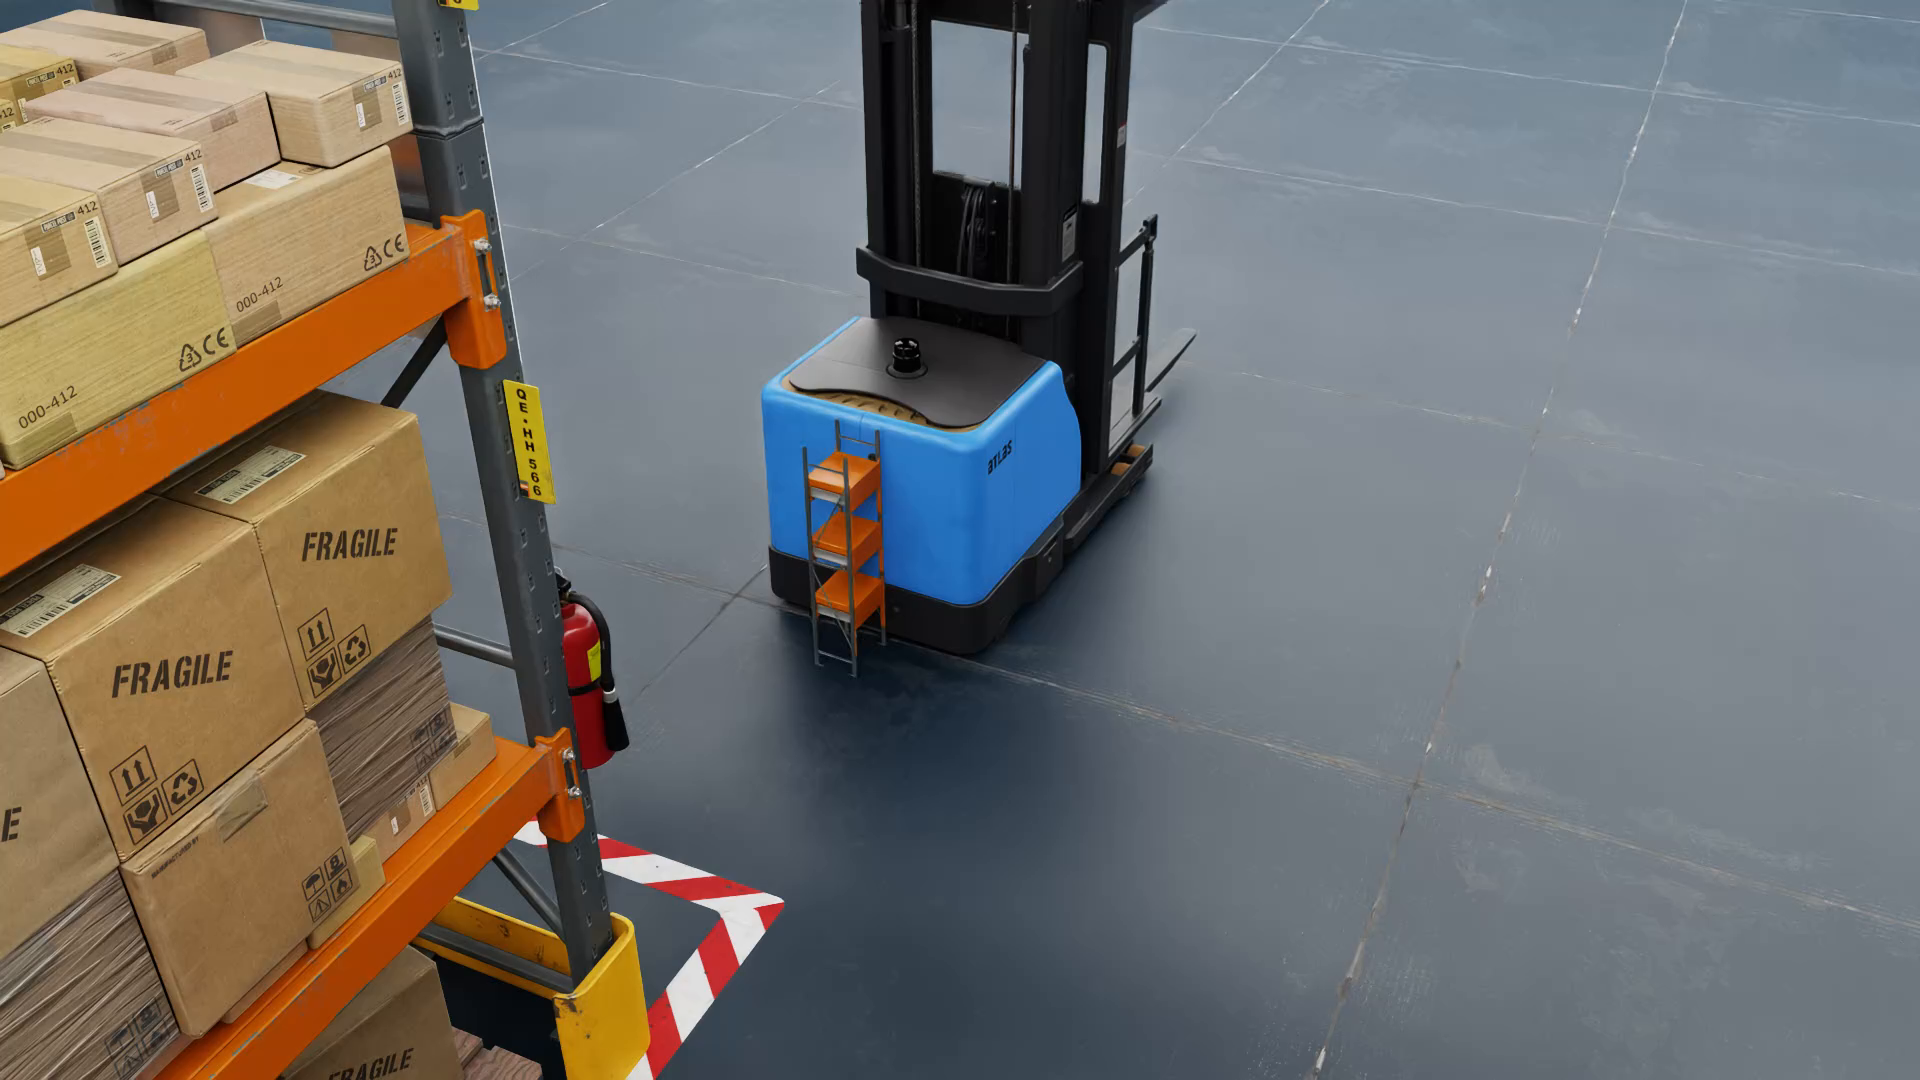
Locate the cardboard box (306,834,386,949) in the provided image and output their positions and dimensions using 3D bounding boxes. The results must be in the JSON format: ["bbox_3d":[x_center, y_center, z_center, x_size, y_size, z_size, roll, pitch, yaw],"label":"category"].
[{"bbox_3d":[-1.632,0.800,4.024,0.380,0.149,0.250,14,36,20],"label":"cardboard box"}]

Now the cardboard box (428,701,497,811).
[{"bbox_3d":[-1.469,0.539,4.421,0.380,0.149,0.250,14,36,20],"label":"cardboard box"}]

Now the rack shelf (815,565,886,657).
[{"bbox_3d":[-0.460,0.288,6.880,0.215,0.259,0.240,16,36,23],"label":"rack shelf"}]

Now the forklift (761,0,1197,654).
[{"bbox_3d":[0.299,-1.540,7.426,1.130,2.935,3.031,16,36,23],"label":"forklift"}]

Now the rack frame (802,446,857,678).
[{"bbox_3d":[-0.516,0.106,6.631,0.200,1.050,0.008,16,36,23],"label":"rack frame"}]

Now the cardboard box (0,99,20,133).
[{"bbox_3d":[-2.052,-0.768,3.224,0.380,0.149,0.250,14,36,20],"label":"cardboard box"}]

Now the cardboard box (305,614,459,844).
[{"bbox_3d":[-1.792,0.346,4.124,0.875,0.500,0.500,14,36,20],"label":"cardboard box"}]

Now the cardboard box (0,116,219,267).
[{"bbox_3d":[-1.600,-0.640,3.027,0.380,0.149,0.250,13,35,18],"label":"cardboard box"}]

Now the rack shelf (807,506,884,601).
[{"bbox_3d":[-0.460,0.055,6.728,0.215,0.259,0.240,16,36,23],"label":"rack shelf"}]

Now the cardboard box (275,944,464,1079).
[{"bbox_3d":[-1.813,1.422,4.743,0.500,0.500,0.500,21,39,29],"label":"cardboard box"}]

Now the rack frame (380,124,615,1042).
[{"bbox_3d":[-1.537,0.245,4.641,1.000,3.000,0.127,14,36,20],"label":"rack frame"}]

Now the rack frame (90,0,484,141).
[{"bbox_3d":[-1.537,-2.264,2.996,1.000,3.000,0.127,14,36,20],"label":"rack frame"}]

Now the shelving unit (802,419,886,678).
[{"bbox_3d":[-0.460,0.046,6.722,0.215,1.050,0.252,16,36,23],"label":"shelving unit"}]

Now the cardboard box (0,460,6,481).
[{"bbox_3d":[-1.936,-0.146,2.638,0.500,0.250,0.500,15,36,22],"label":"cardboard box"}]

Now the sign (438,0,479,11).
[{"bbox_3d":[-1.041,-1.242,3.366,0.100,0.325,0.005,14,36,20],"label":"sign"}]

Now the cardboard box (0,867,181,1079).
[{"bbox_3d":[-2.141,0.862,3.338,0.875,0.500,0.500,14,36,20],"label":"cardboard box"}]

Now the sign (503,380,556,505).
[{"bbox_3d":[-1.041,-0.234,4.027,0.100,0.325,0.005,14,36,20],"label":"sign"}]

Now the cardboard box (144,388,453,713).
[{"bbox_3d":[-1.543,-0.009,3.754,0.500,0.500,0.500,14,36,20],"label":"cardboard box"}]

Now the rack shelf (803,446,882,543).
[{"bbox_3d":[-0.460,-0.182,6.572,0.215,0.259,0.240,16,36,23],"label":"rack shelf"}]

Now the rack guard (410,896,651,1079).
[{"bbox_3d":[-1.569,1.328,5.269,1.175,0.500,0.348,14,36,20],"label":"rack guard"}]

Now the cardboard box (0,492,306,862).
[{"bbox_3d":[-1.746,0.241,3.372,0.500,0.500,0.500,14,36,20],"label":"cardboard box"}]

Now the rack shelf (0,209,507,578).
[{"bbox_3d":[-2.374,0.287,2.497,1.077,0.370,4.000,14,36,20],"label":"rack shelf"}]

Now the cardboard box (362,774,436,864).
[{"bbox_3d":[-1.574,0.664,4.232,0.380,0.149,0.250,14,36,20],"label":"cardboard box"}]

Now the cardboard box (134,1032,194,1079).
[{"bbox_3d":[-1.892,1.036,3.664,0.380,0.149,0.250,14,36,20],"label":"cardboard box"}]

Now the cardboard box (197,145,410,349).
[{"bbox_3d":[-1.508,-0.648,3.405,0.500,0.250,0.500,15,36,22],"label":"cardboard box"}]

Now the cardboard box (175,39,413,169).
[{"bbox_3d":[-1.370,-0.904,3.430,0.380,0.149,0.250,14,36,20],"label":"cardboard box"}]

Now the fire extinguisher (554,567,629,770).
[{"bbox_3d":[-1.070,0.326,4.588,0.296,0.674,0.183,14,36,20],"label":"fire extinguisher"}]

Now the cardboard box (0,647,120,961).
[{"bbox_3d":[-1.958,0.490,2.993,0.500,0.500,0.500,14,36,20],"label":"cardboard box"}]

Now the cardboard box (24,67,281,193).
[{"bbox_3d":[-1.585,-0.801,3.274,0.380,0.149,0.250,13,35,19],"label":"cardboard box"}]

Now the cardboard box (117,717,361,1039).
[{"bbox_3d":[-1.892,0.623,3.702,0.875,0.500,0.500,14,36,20],"label":"cardboard box"}]

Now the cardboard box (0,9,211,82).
[{"bbox_3d":[-1.862,-1.029,3.622,0.380,0.149,0.250,14,36,20],"label":"cardboard box"}]

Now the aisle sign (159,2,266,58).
[{"bbox_3d":[-1.783,-0.942,4.080,0.394,0.787,0.004,14,36,20],"label":"aisle sign"}]

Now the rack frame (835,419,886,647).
[{"bbox_3d":[-0.404,-0.013,6.812,0.200,1.050,0.008,16,36,23],"label":"rack frame"}]

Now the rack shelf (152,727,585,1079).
[{"bbox_3d":[-2.374,1.542,3.319,1.077,0.370,4.000,14,36,20],"label":"rack shelf"}]

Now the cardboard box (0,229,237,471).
[{"bbox_3d":[-1.714,-0.399,3.024,0.500,0.250,0.500,14,36,21],"label":"cardboard box"}]

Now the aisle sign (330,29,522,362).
[{"bbox_3d":[-1.238,-0.804,3.870,0.394,0.787,0.004,14,36,20],"label":"aisle sign"}]

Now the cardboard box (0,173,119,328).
[{"bbox_3d":[-1.683,-0.509,2.828,0.380,0.149,0.250,14,36,21],"label":"cardboard box"}]

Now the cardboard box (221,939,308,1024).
[{"bbox_3d":[-1.750,0.921,3.839,0.380,0.149,0.250,14,36,20],"label":"cardboard box"}]

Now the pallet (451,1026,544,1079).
[{"bbox_3d":[-1.941,1.845,4.743,1.003,0.211,1.213,14,36,20],"label":"pallet"}]

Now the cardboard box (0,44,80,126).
[{"bbox_3d":[-2.058,-0.923,3.459,0.380,0.149,0.250,15,36,22],"label":"cardboard box"}]
